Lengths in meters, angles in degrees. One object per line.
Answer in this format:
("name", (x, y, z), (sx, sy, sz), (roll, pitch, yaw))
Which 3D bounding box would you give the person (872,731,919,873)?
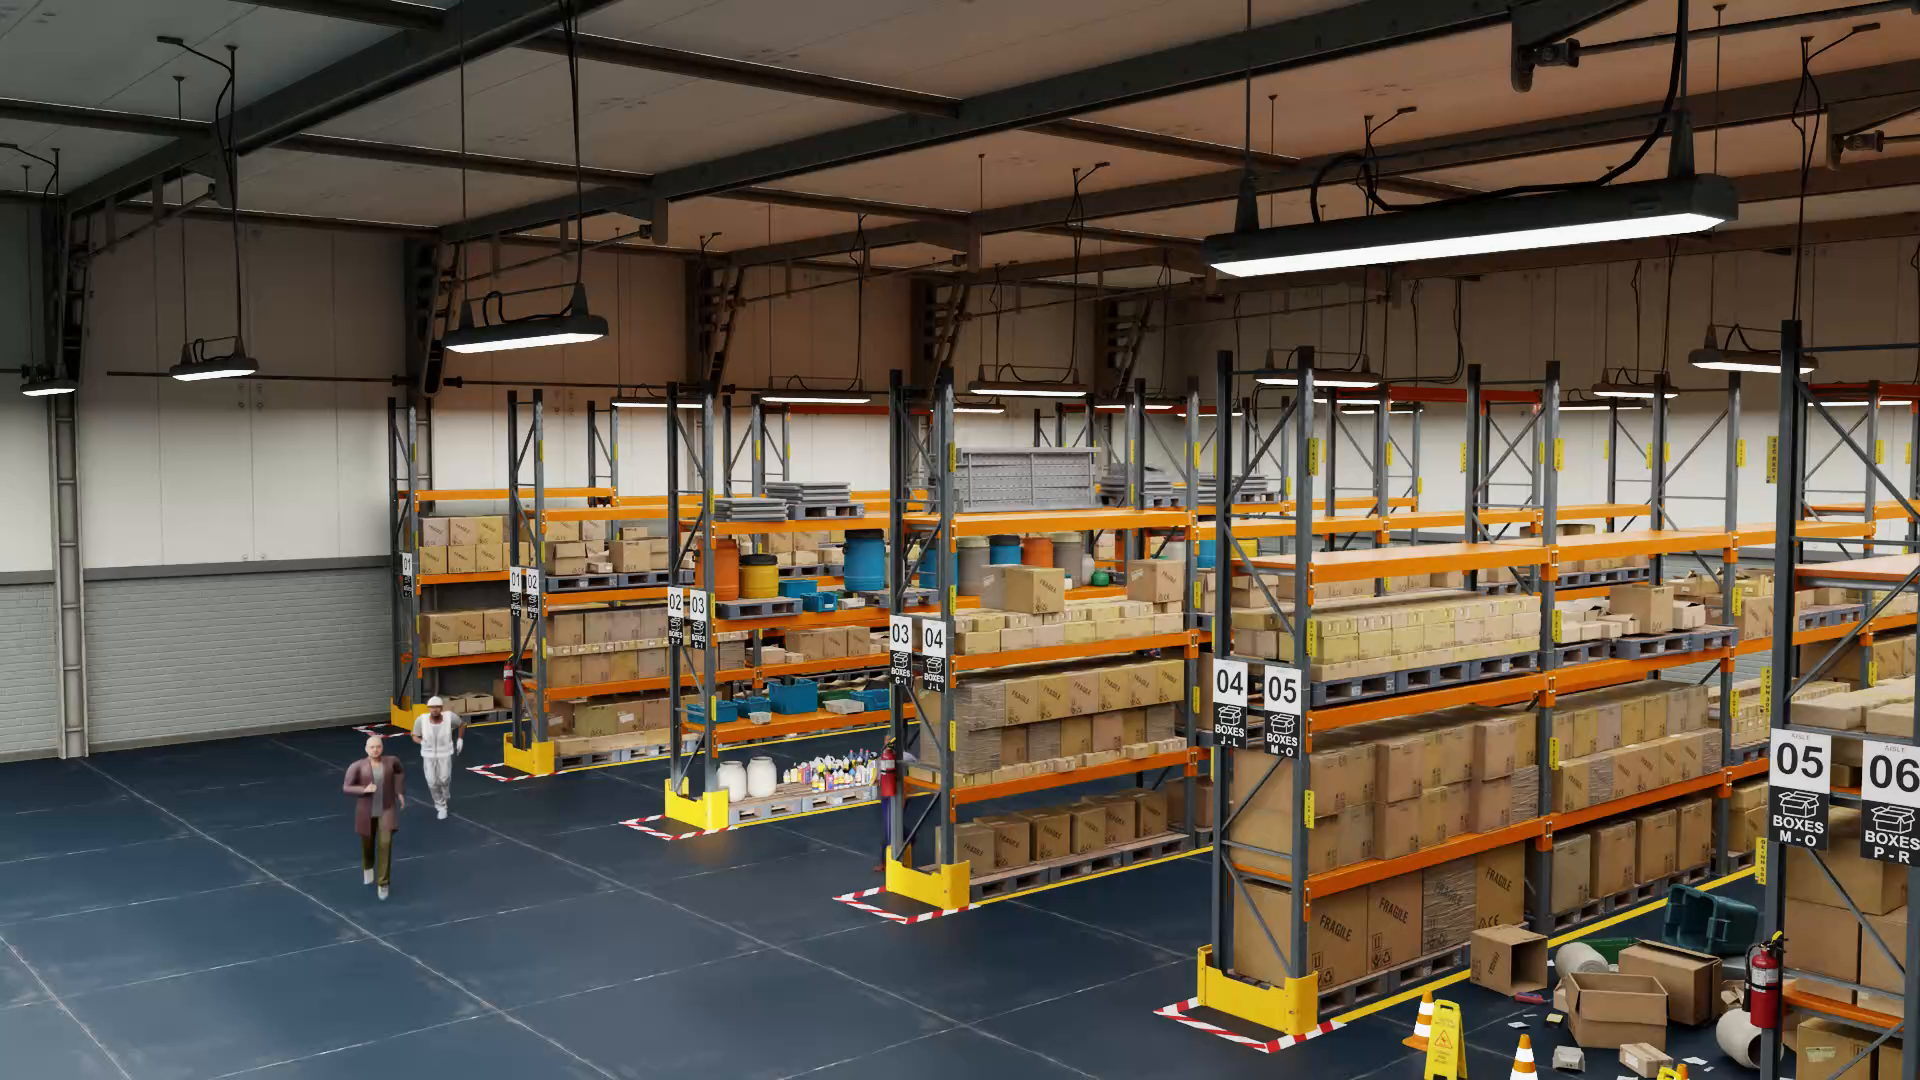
("person", (-0.784, 3.158, 20.314), (0.624, 1.676, 0.831), (3, 5, 44))

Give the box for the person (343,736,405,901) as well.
("person", (-6.699, 3.132, 19.039), (0.690, 1.797, 1.033), (-1, 4, -23))

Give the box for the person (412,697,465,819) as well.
("person", (-7.169, 2.987, 22.856), (0.667, 1.716, 0.722), (-1, 3, -10))
